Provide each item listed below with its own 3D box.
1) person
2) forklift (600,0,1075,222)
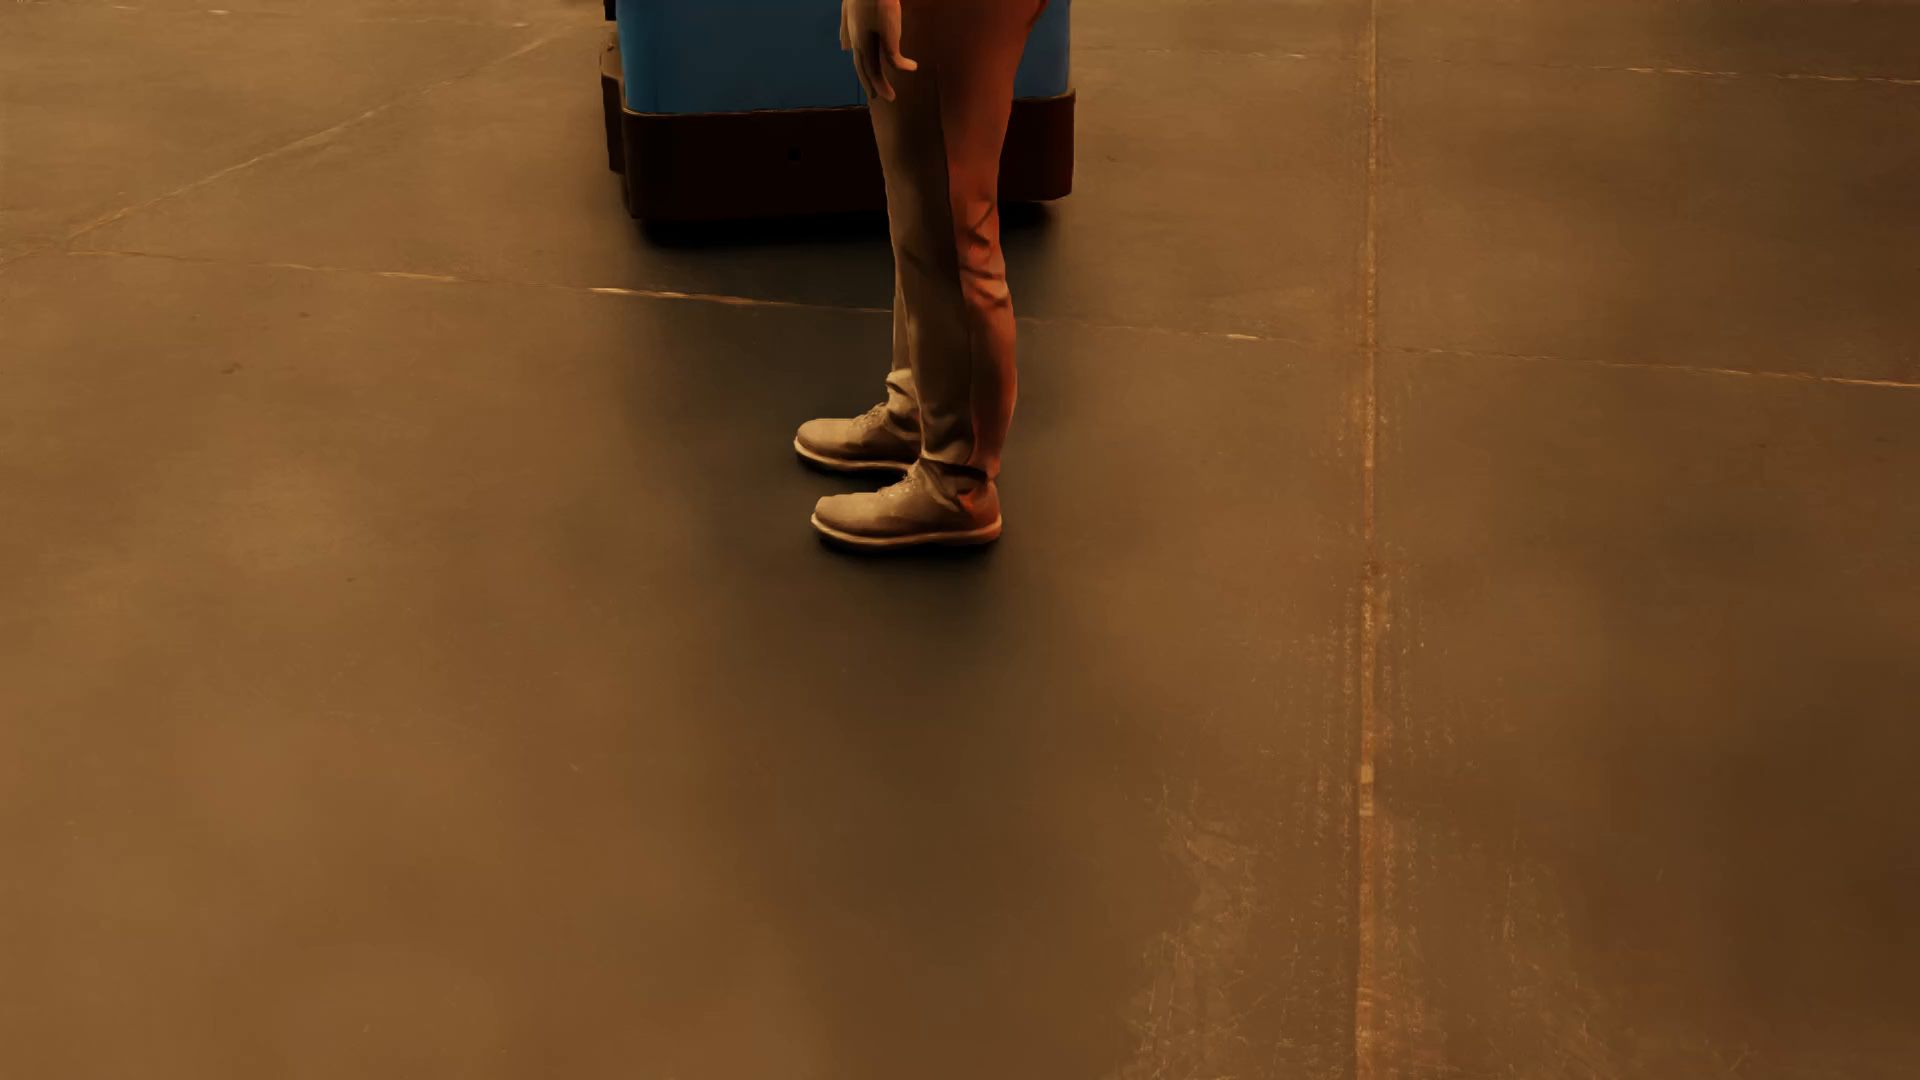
[{"bbox_3d":[-0.065,-0.773,2.134,0.533,1.695,0.586,6,27,11],"label":"person"},{"bbox_3d":[-0.533,-2.672,4.542,1.130,2.935,3.031,-5,27,-10],"label":"forklift"}]
